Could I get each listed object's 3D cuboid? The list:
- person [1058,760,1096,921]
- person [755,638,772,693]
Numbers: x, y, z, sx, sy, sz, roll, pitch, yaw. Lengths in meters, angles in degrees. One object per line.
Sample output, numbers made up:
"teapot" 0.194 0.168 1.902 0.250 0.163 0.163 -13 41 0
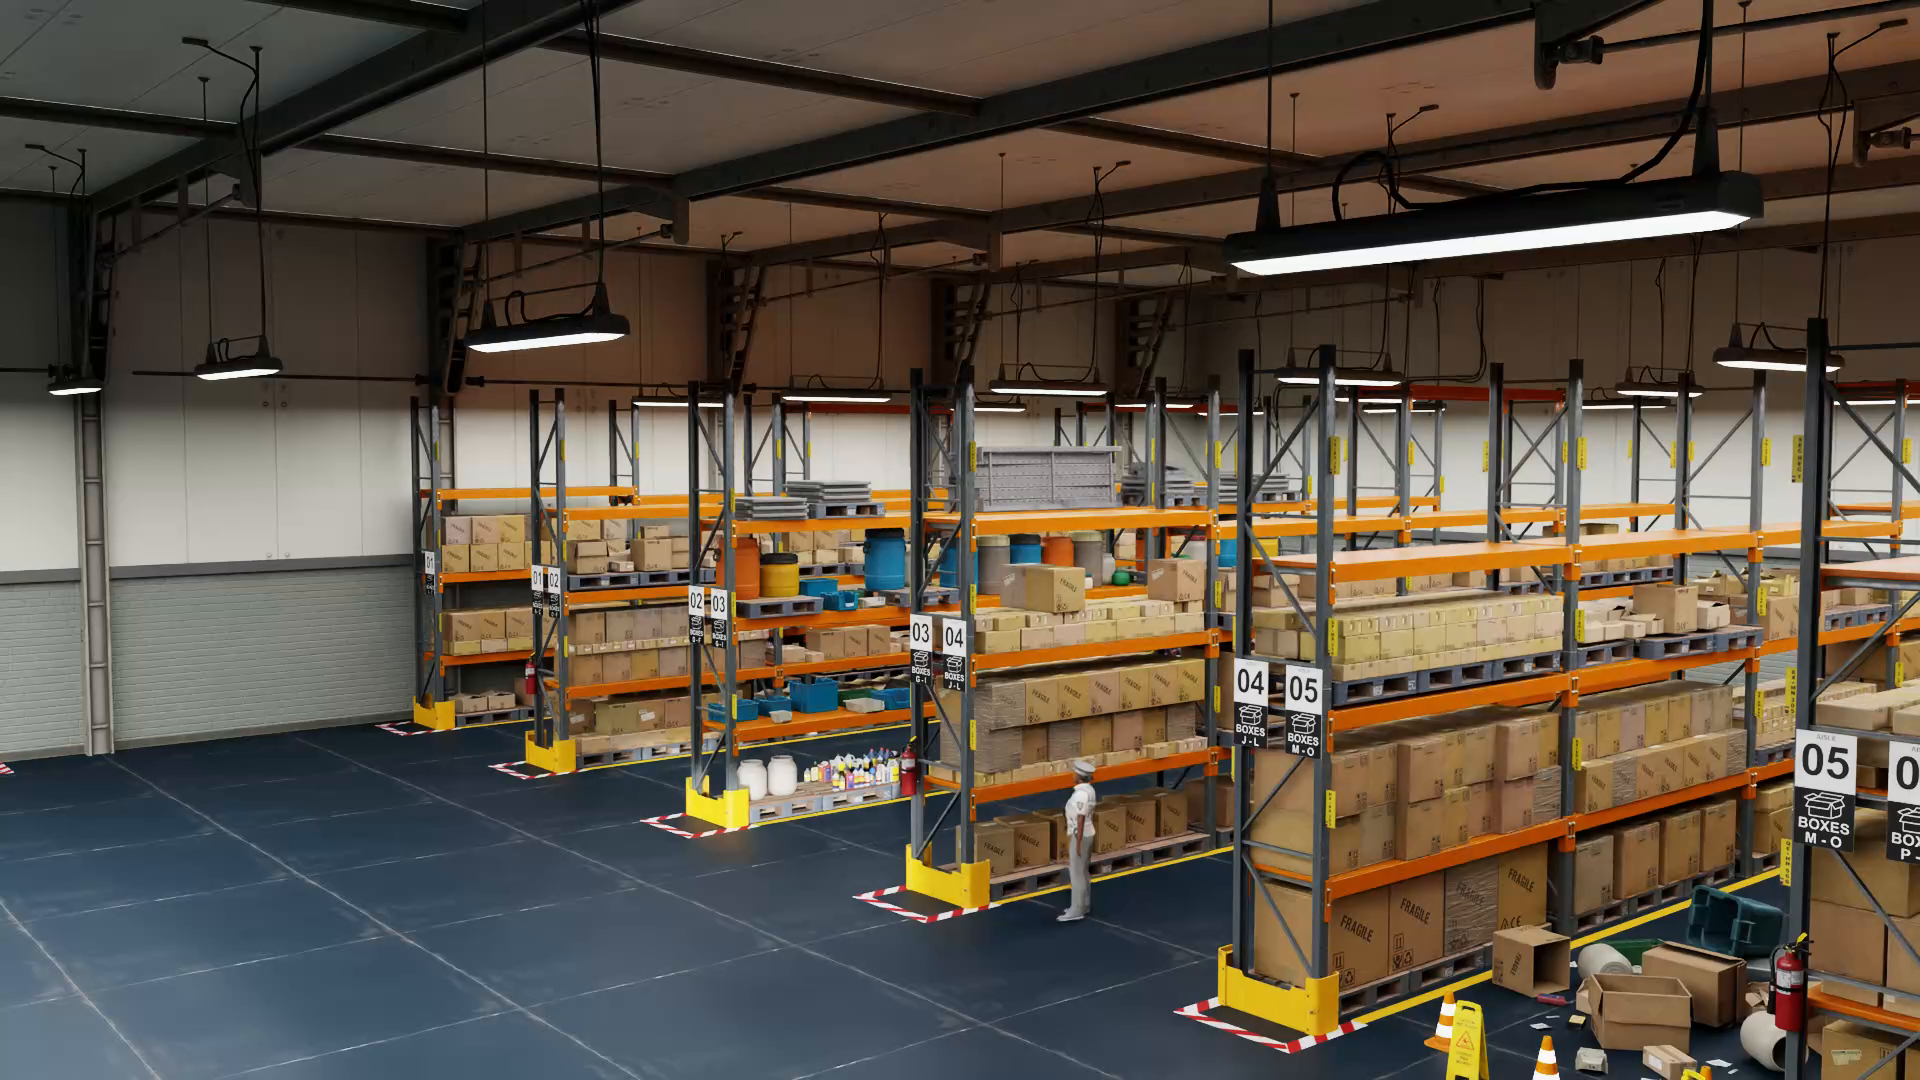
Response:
"person" 1.272 3.253 18.086 0.402 1.695 0.539 0 3 6
"person" -3.745 2.506 31.569 0.434 1.611 0.376 -3 4 -38
